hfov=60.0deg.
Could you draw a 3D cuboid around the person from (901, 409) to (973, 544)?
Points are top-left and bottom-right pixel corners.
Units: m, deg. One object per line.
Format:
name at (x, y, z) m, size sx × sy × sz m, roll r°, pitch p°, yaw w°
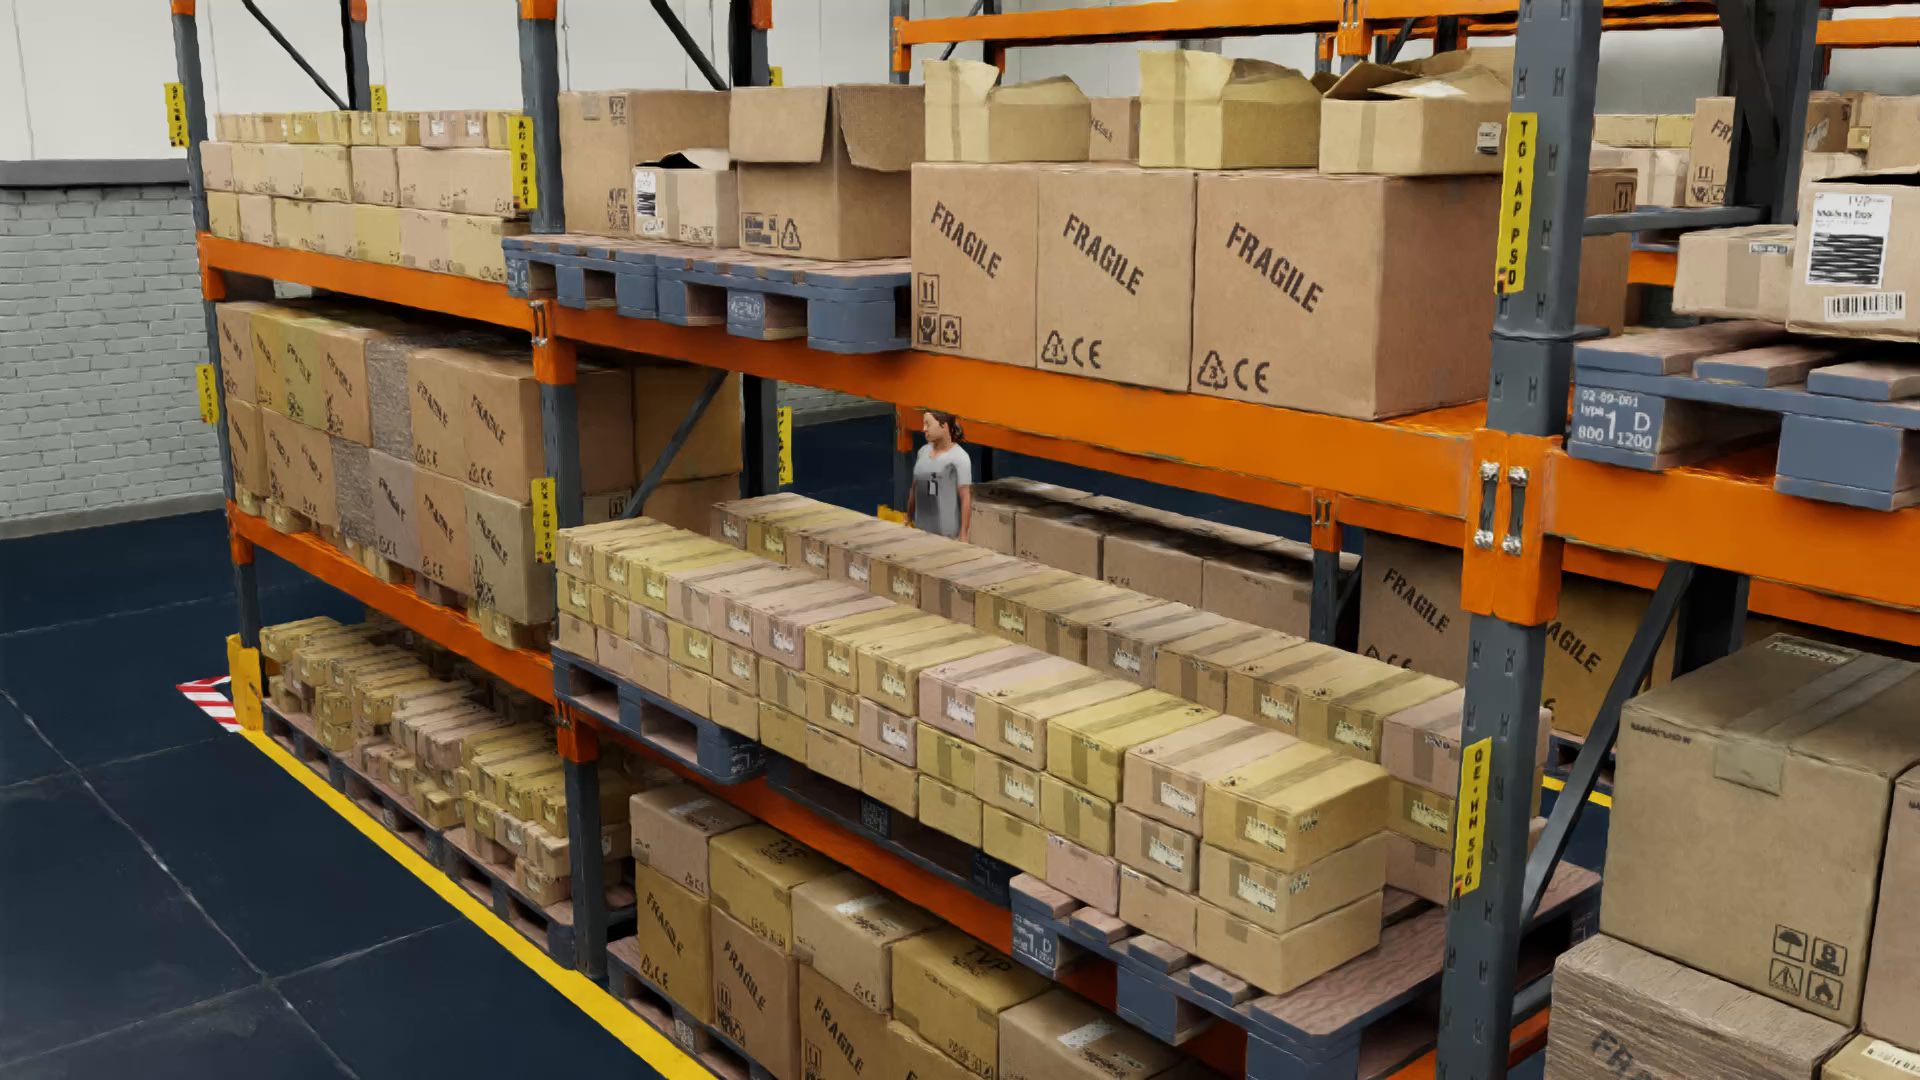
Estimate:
person at (-0.153, -0.061, 10.725) m, size 0.668 × 1.664 × 0.642 m, roll 12°, pitch 18°, yaw 38°
